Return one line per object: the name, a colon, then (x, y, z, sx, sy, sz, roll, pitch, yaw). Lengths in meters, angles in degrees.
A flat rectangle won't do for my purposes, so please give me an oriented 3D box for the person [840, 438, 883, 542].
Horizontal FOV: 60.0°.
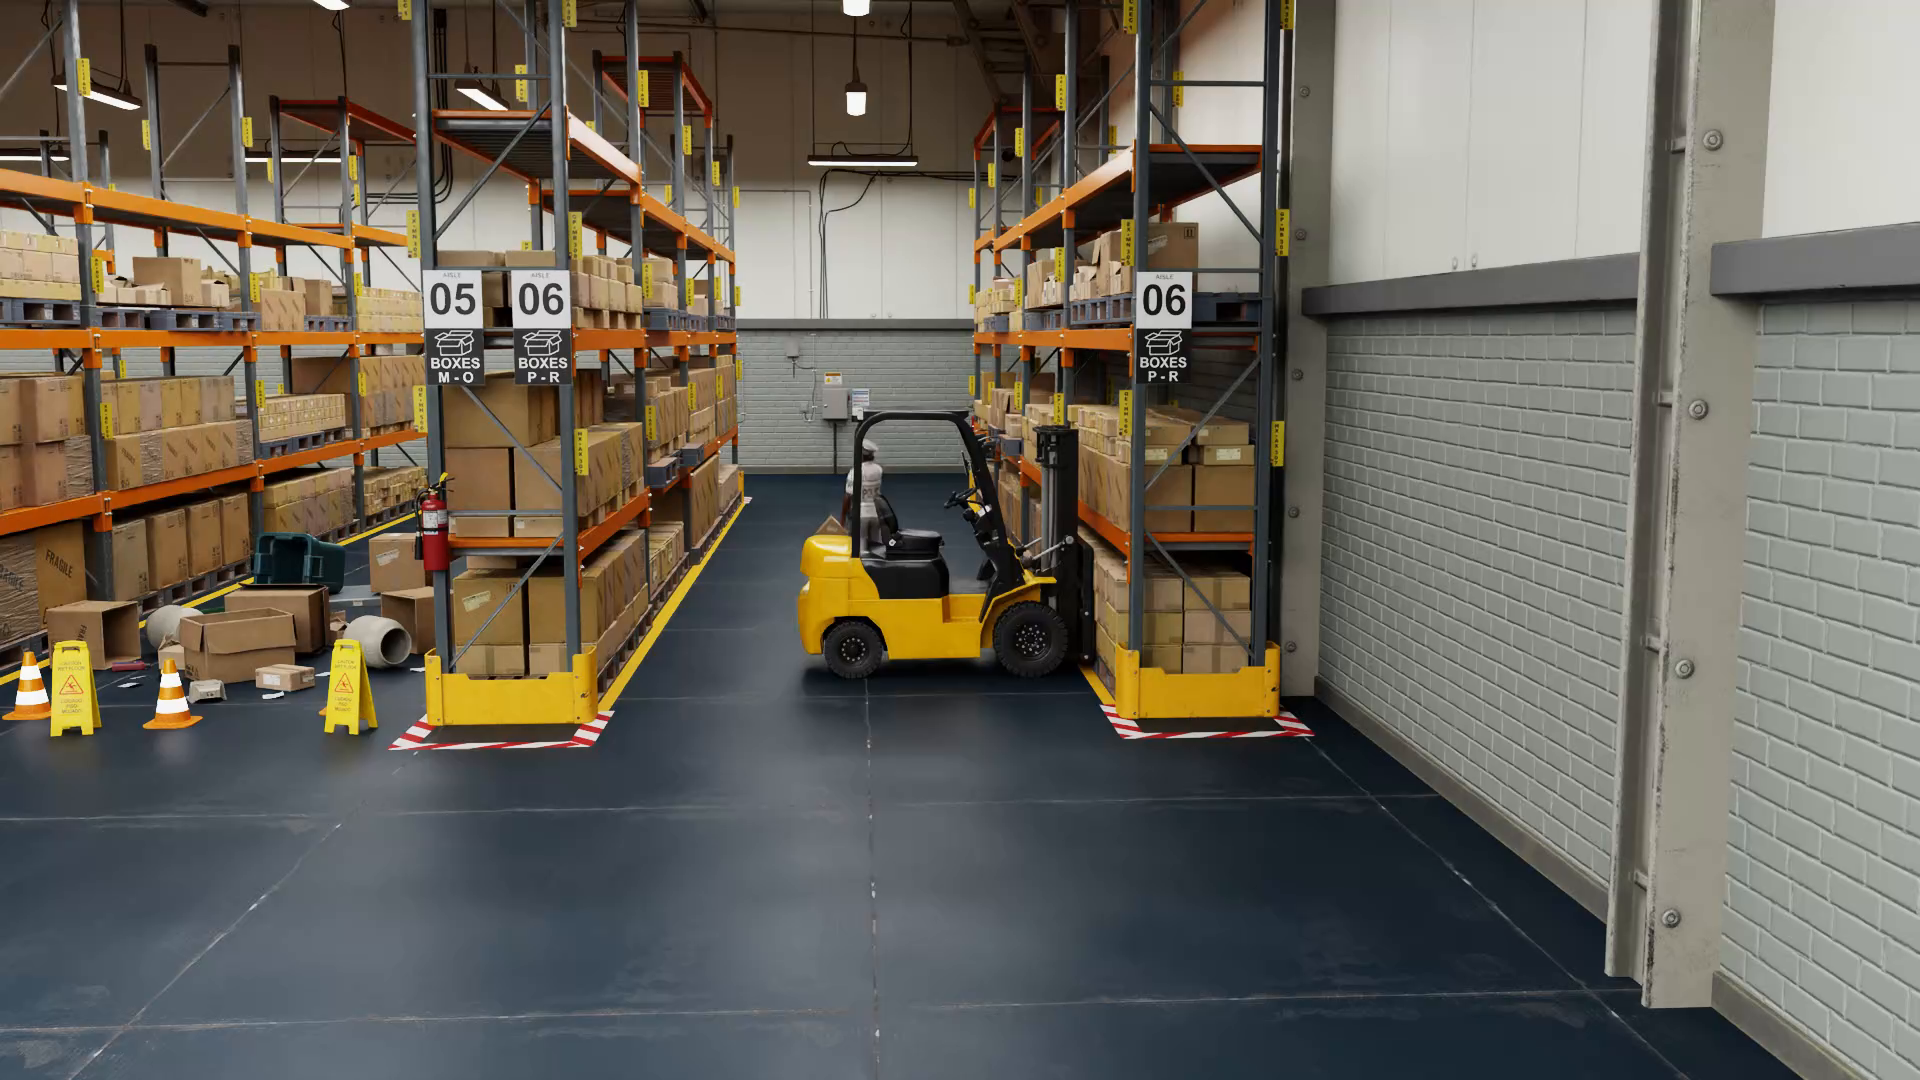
person: (-1.052, -0.215, 17.248, 0.486, 1.703, 0.477, 7, 10, 43)
